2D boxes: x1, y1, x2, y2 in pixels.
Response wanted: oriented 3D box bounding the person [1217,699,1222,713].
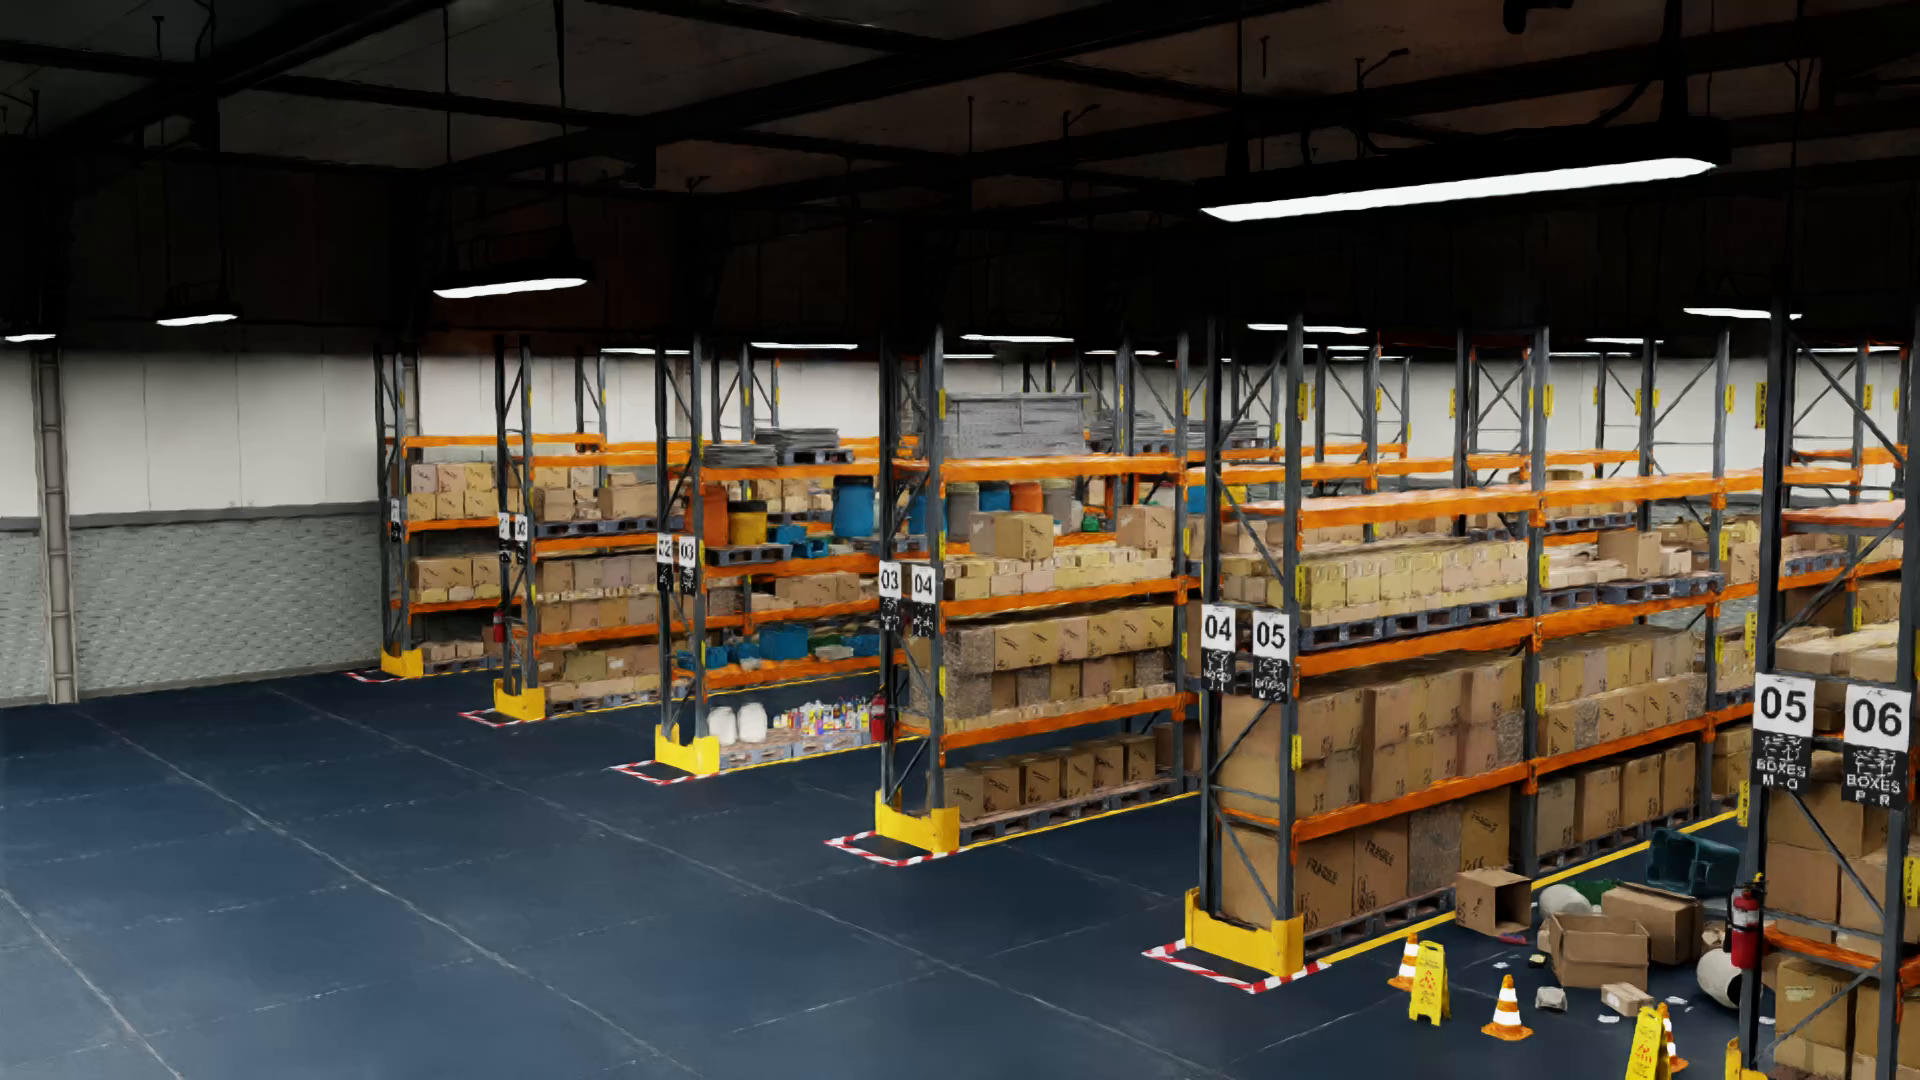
[{"bbox_3d":[3.737,2.094,24.433,0.555,1.665,0.577,-1,5,-15],"label":"person"}]
